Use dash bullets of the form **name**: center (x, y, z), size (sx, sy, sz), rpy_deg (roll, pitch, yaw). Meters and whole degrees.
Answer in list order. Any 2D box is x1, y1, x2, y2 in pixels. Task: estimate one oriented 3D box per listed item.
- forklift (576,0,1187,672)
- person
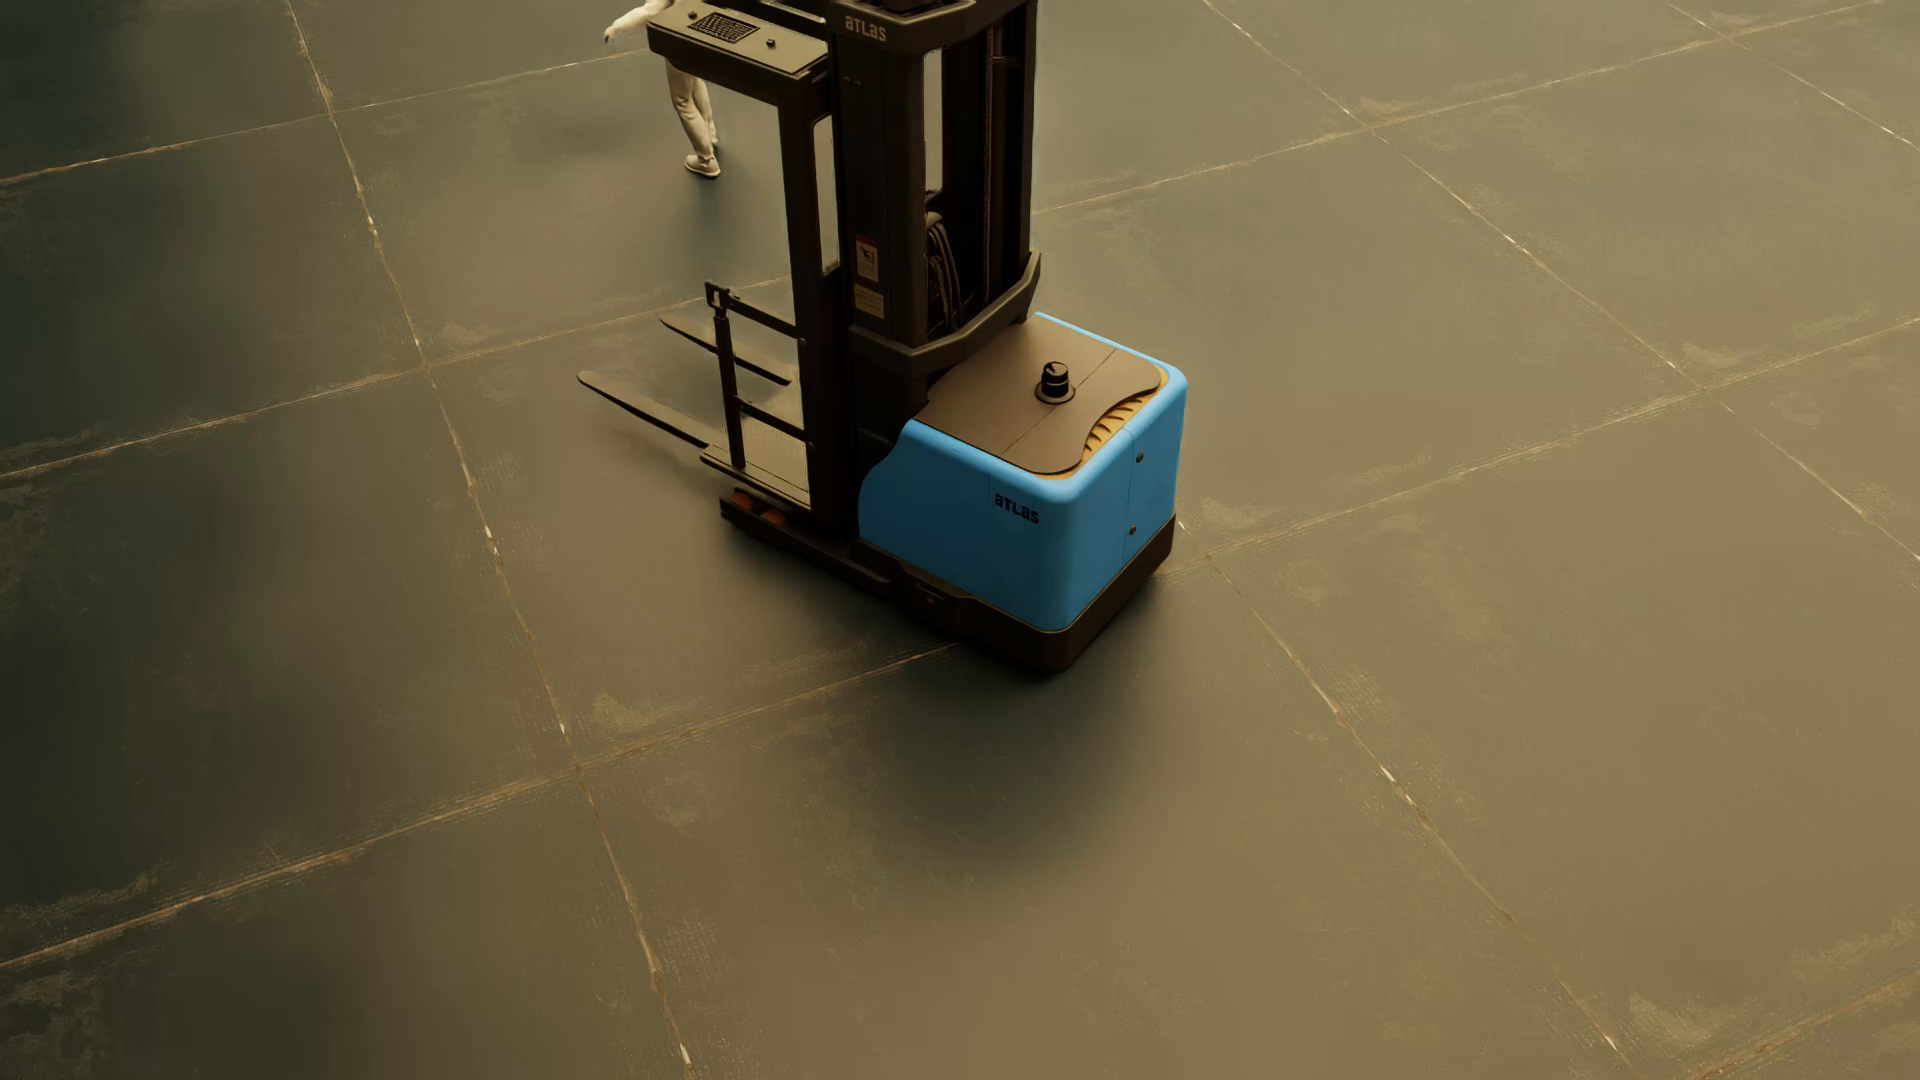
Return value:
- **forklift**: center (-0.516, -1.319, 7.093), size (3.031, 2.935, 1.130), rpy_deg (26, 49, 25)
- **person**: center (-1.628, -2.937, 9.811), size (0.480, 1.694, 0.873), rpy_deg (30, 51, 28)
